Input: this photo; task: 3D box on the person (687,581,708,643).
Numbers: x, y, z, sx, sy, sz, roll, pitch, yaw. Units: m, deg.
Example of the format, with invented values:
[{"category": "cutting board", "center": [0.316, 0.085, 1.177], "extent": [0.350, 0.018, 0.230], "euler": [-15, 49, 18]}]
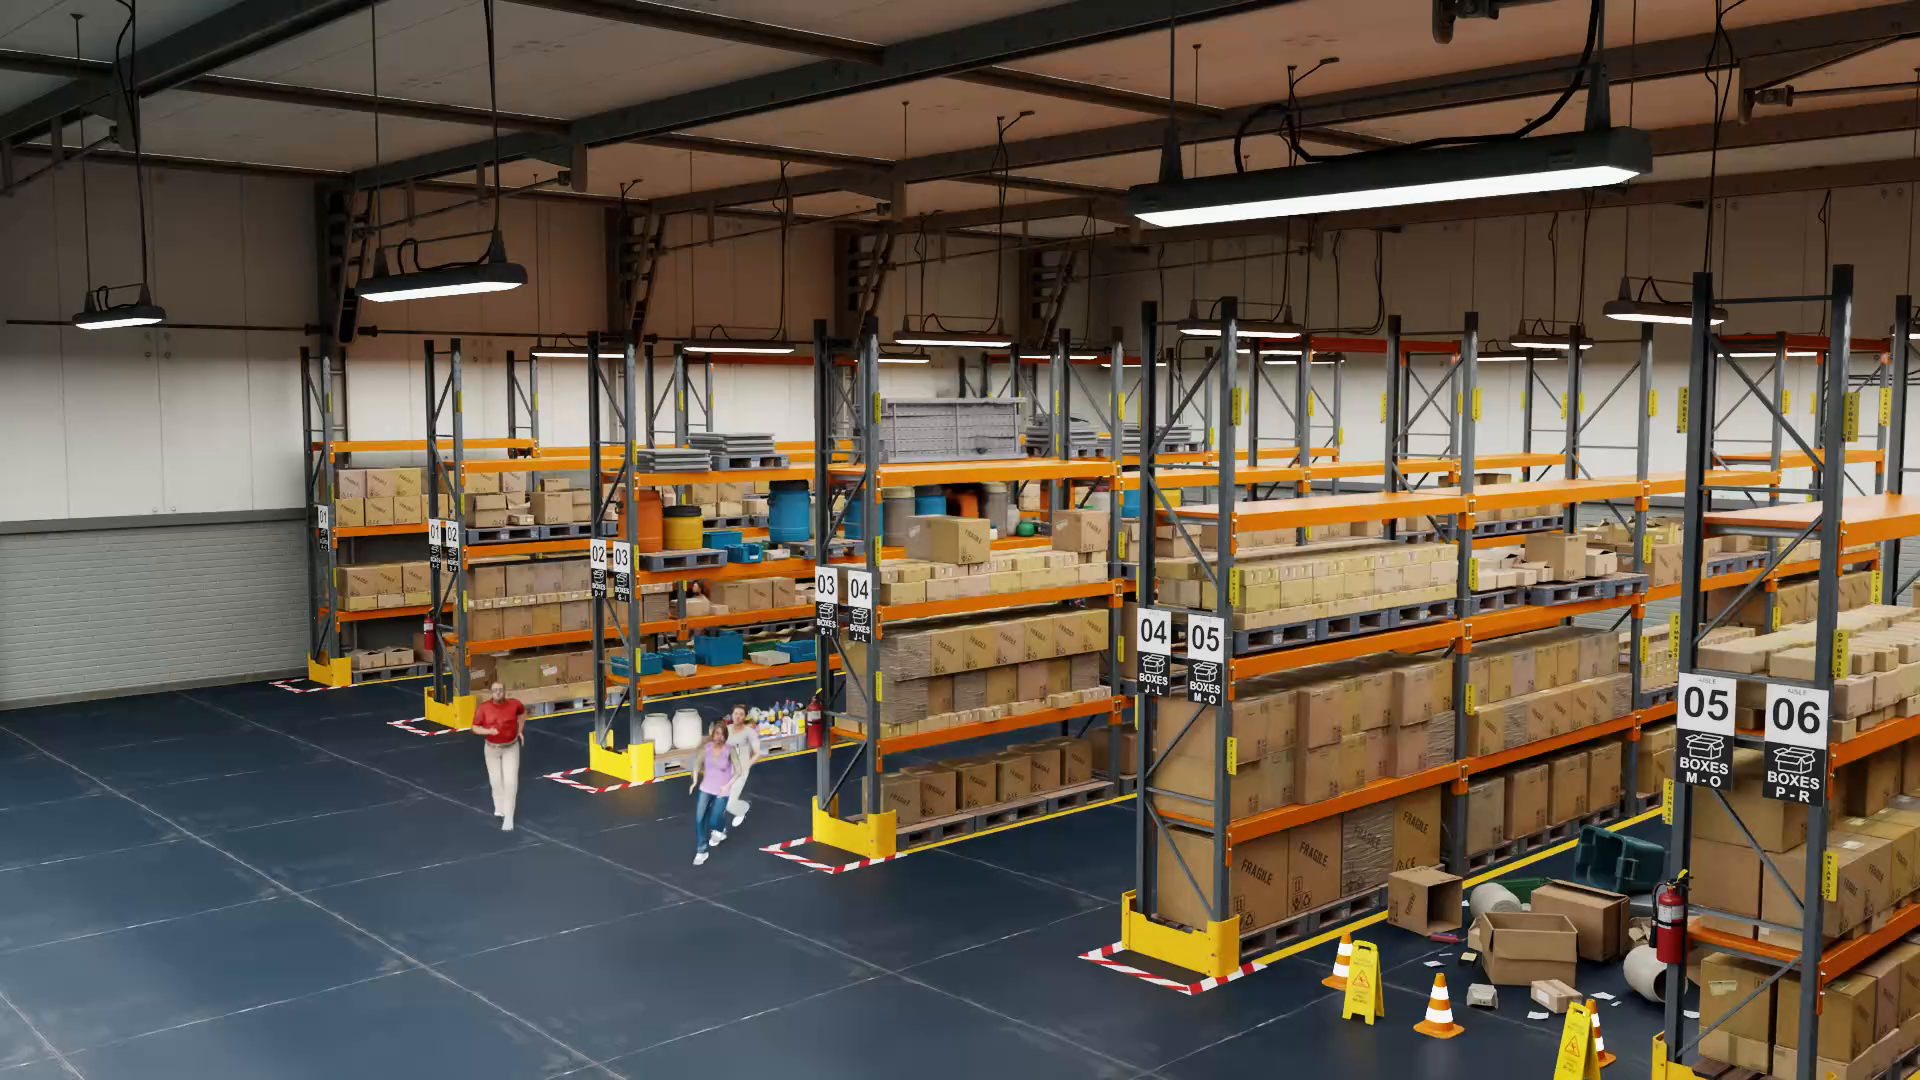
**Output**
[{"category": "person", "center": [-4.999, 1.586, 31.437], "extent": [0.580, 1.624, 0.533], "euler": [5, 7, 42]}]

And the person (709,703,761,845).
[{"category": "person", "center": [-2.576, 2.680, 19.231], "extent": [0.604, 1.626, 0.666], "euler": [2, 5, 21]}]

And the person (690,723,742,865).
[{"category": "person", "center": [-2.691, 2.794, 18.458], "extent": [0.581, 1.565, 0.585], "euler": [1, 5, 13]}]

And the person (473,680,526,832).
[{"category": "person", "center": [-5.525, 2.554, 19.949], "extent": [0.580, 1.783, 0.864], "euler": [-1, 5, -9]}]
